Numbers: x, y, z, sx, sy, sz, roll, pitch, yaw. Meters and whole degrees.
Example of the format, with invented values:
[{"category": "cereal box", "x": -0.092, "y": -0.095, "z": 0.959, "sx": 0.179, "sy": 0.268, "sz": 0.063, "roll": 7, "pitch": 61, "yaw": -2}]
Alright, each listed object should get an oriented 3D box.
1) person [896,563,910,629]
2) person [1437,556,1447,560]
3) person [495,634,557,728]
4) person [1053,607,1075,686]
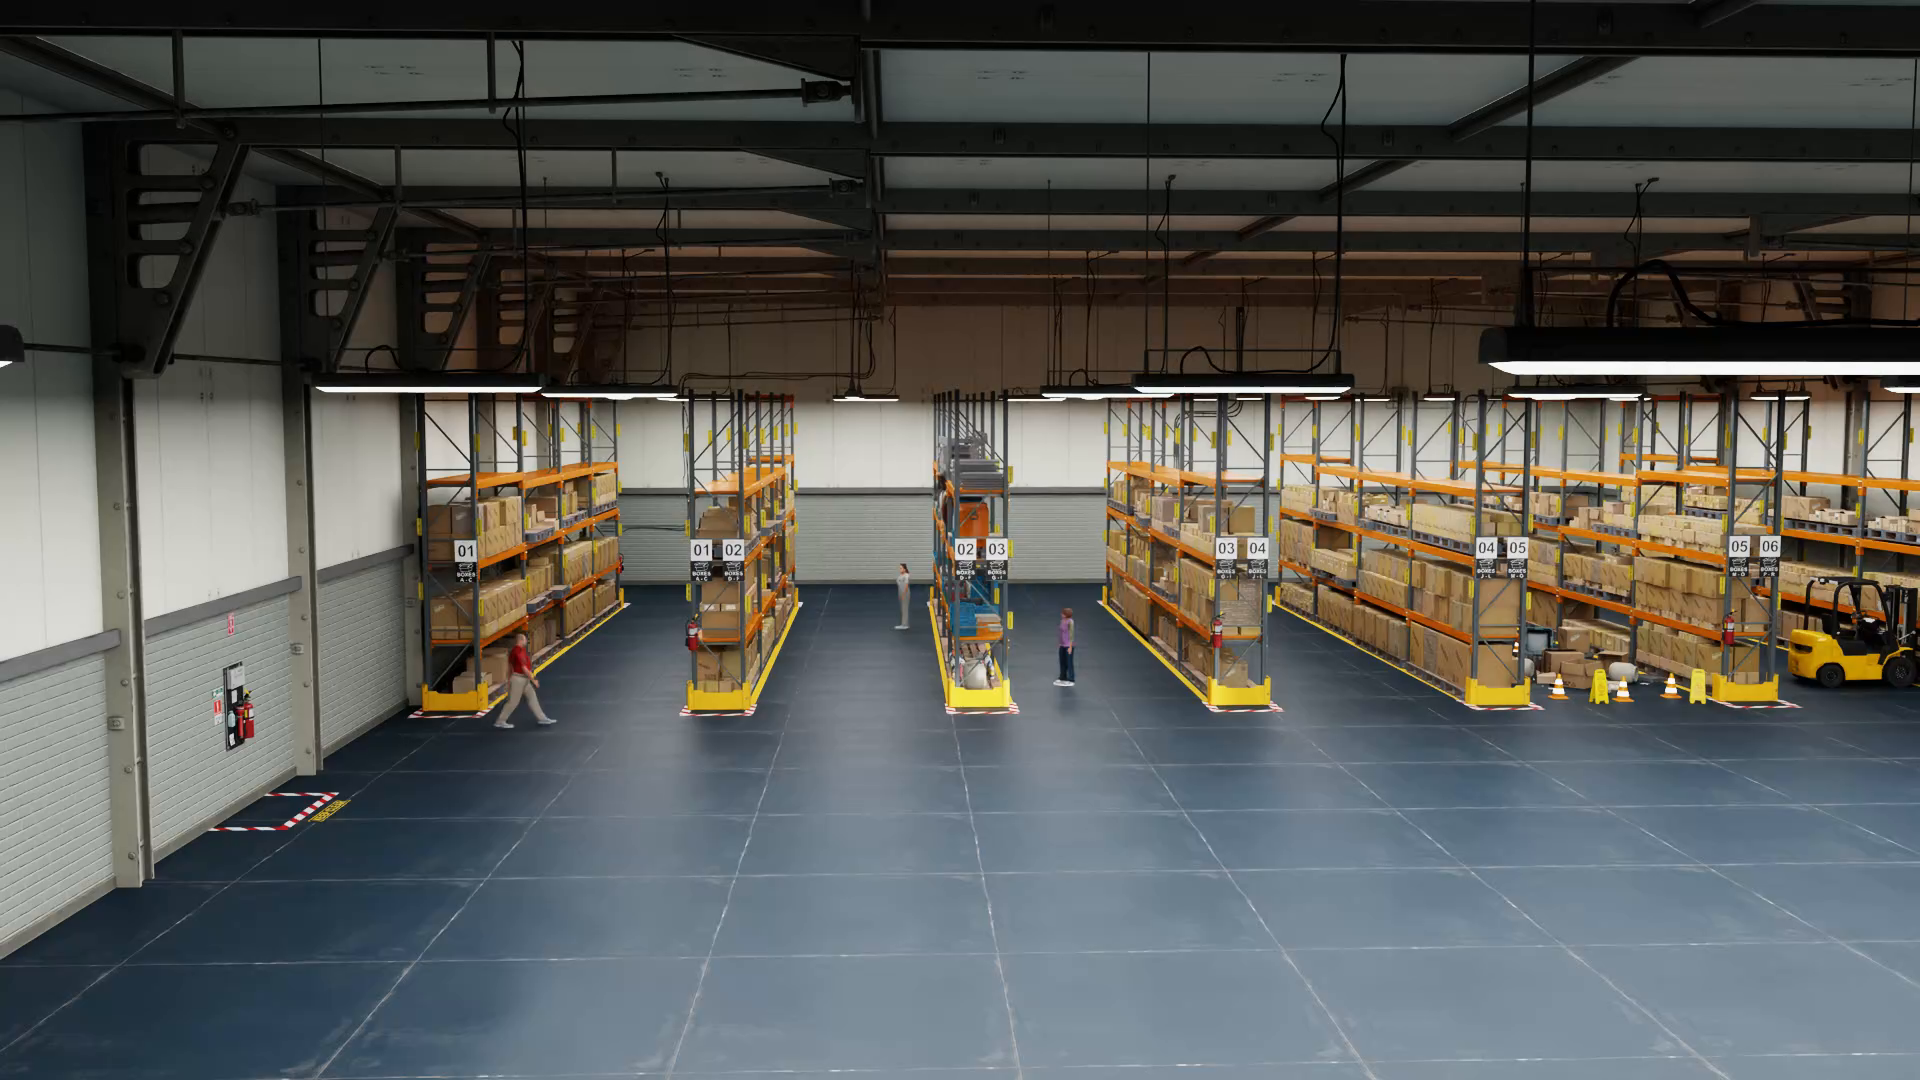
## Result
[{"category": "person", "x": -1.471, "y": 1.426, "z": 42.329, "sx": 0.400, "sy": 1.680, "sz": 0.456, "roll": -2, "pitch": 5, "yaw": -26}, {"category": "person", "x": 14.587, "y": 0.773, "z": 50.015, "sx": 0.876, "sy": 1.732, "sz": 0.611, "roll": -1, "pitch": 5, "yaw": -8}, {"category": "person", "x": -7.677, "y": 2.480, "z": 29.328, "sx": 1.056, "sy": 1.646, "sz": 0.539, "roll": -1, "pitch": 5, "yaw": -10}, {"category": "person", "x": 2.121, "y": 2.154, "z": 33.658, "sx": 0.376, "sy": 1.599, "sz": 0.479, "roll": -3, "pitch": 5, "yaw": -31}]
